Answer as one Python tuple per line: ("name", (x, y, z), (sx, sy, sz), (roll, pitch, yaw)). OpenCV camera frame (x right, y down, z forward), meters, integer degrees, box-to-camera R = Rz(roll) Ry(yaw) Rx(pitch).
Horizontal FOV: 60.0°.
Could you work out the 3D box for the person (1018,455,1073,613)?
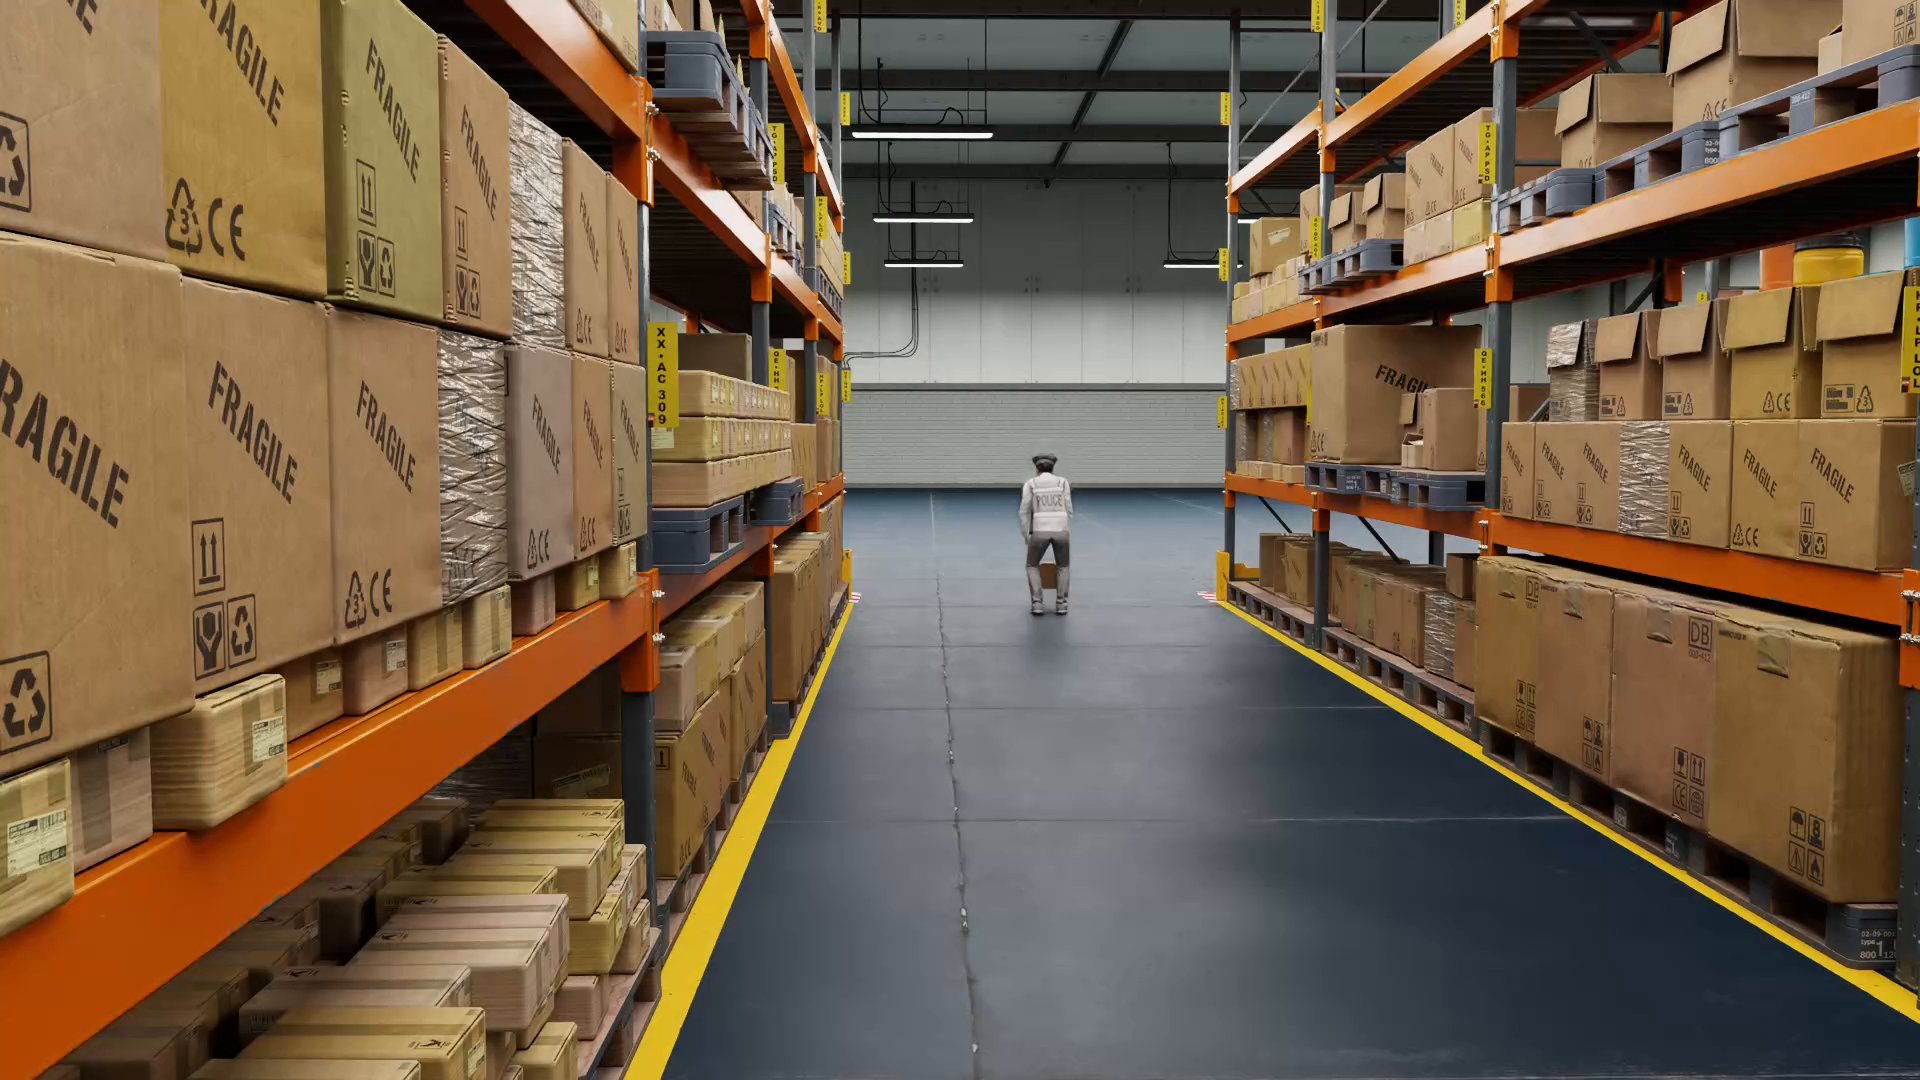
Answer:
("person", (0.821, -0.052, 15.911), (0.526, 1.522, 0.586), (0, 4, -1))
